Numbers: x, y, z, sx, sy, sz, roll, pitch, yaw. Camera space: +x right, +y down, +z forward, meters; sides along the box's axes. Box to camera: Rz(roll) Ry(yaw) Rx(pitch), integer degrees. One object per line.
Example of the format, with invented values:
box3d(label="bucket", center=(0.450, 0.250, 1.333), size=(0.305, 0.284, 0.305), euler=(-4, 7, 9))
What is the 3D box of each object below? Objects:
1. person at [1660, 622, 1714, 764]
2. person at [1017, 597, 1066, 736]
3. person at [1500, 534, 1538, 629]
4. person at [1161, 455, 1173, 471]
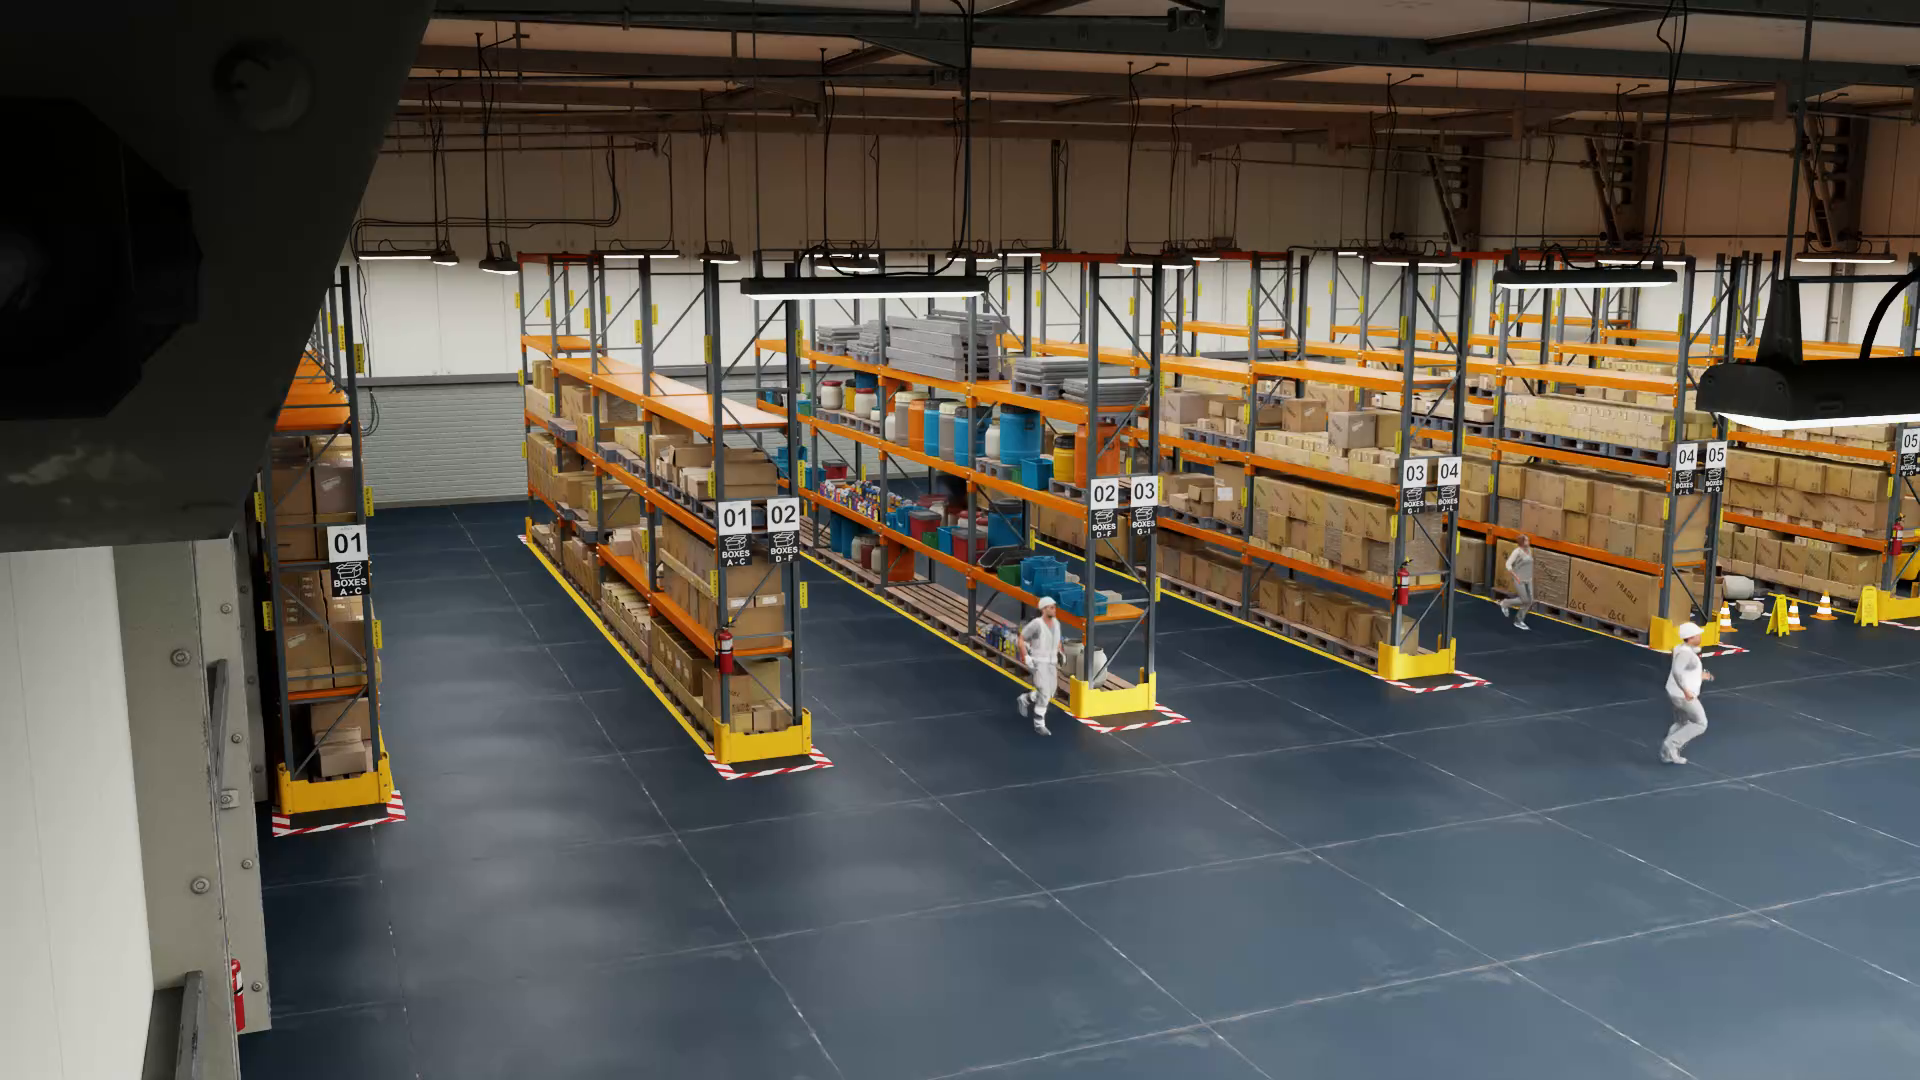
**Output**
box3d(label="person", center=(8.815, 1.849, 20.094), size=(0.584, 1.740, 0.645), euler=(2, 10, 9))
box3d(label="person", center=(1.071, 1.600, 21.530), size=(0.710, 1.744, 0.685), euler=(-9, 14, -40))
box3d(label="person", center=(9.135, 0.663, 27.141), size=(0.538, 1.557, 0.549), euler=(-6, 12, -31))
box3d(label="person", center=(5.136, -2.011, 41.485), size=(0.775, 1.641, 0.638), euler=(-7, 12, -33))
